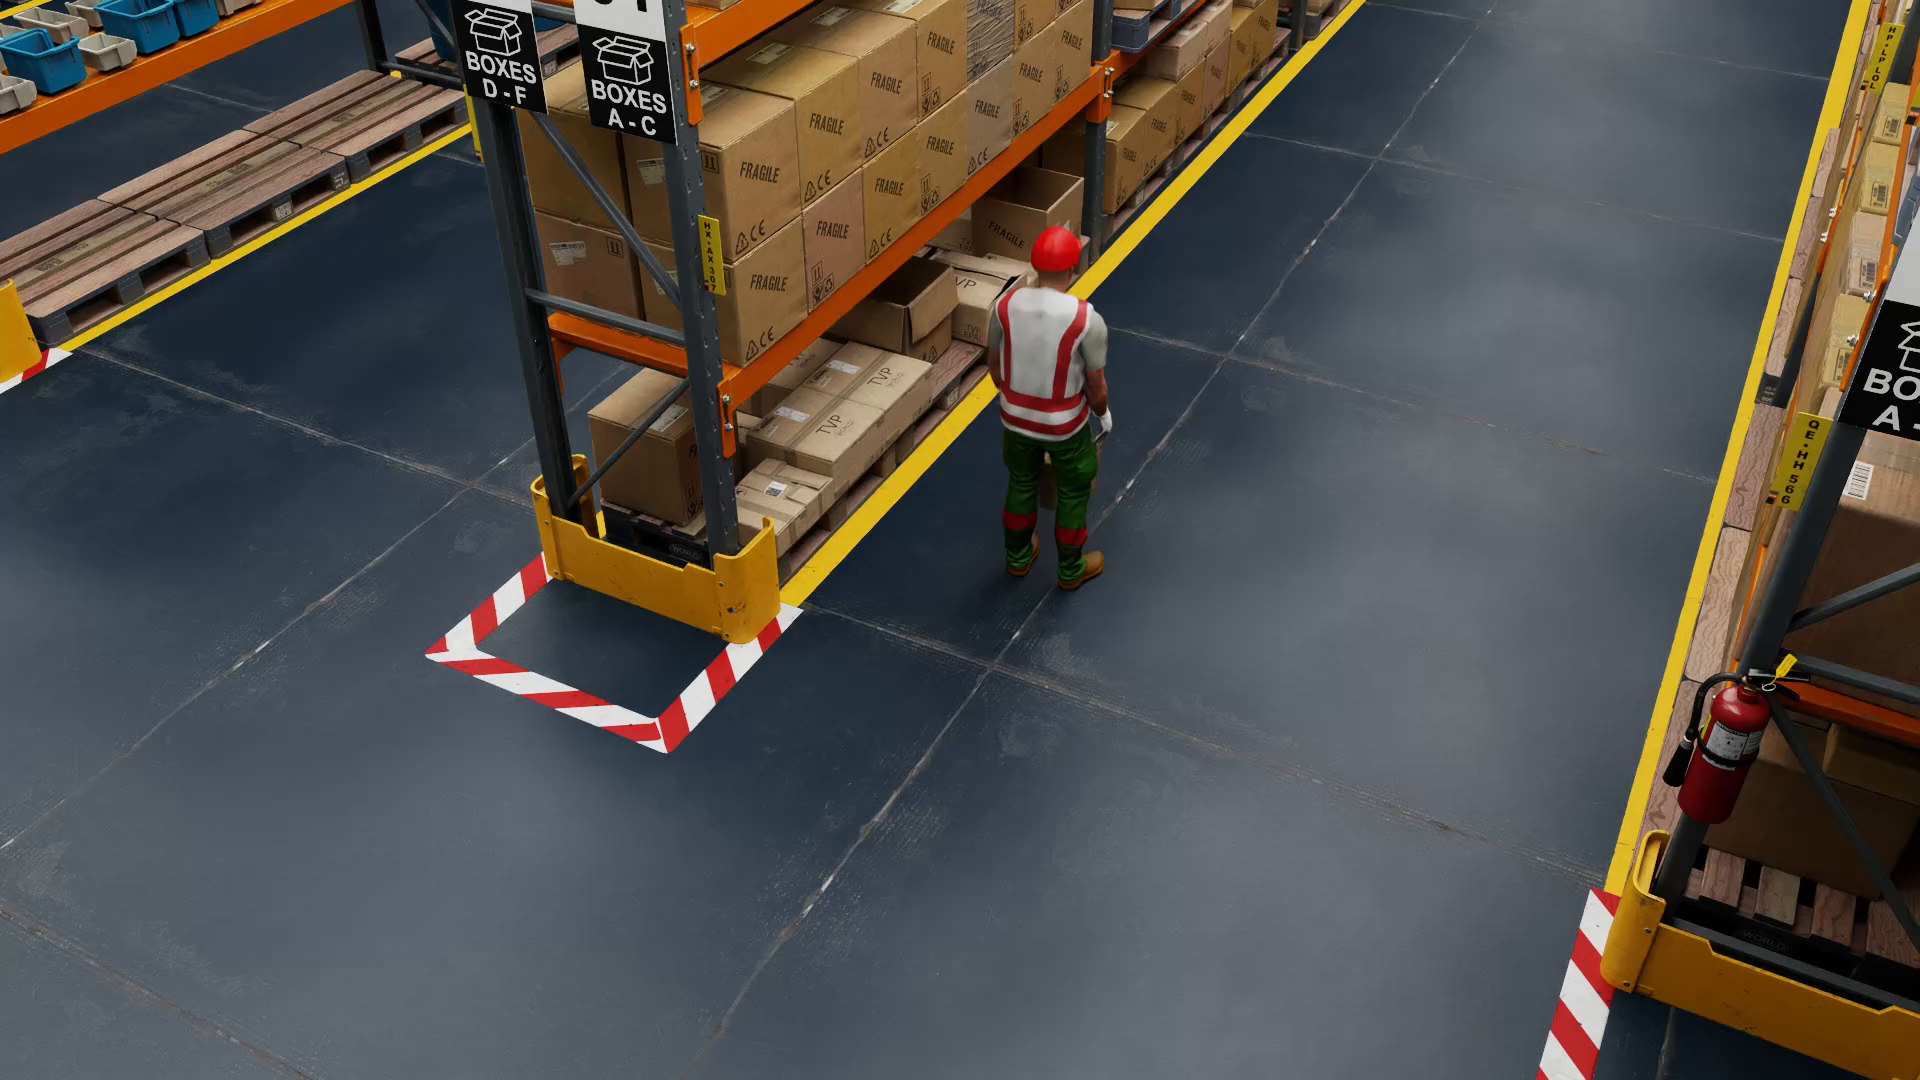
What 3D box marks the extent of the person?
[{"bbox_3d":[0.396,-0.565,7.467,0.558,1.783,0.427,16,41,20],"label":"person"}]
